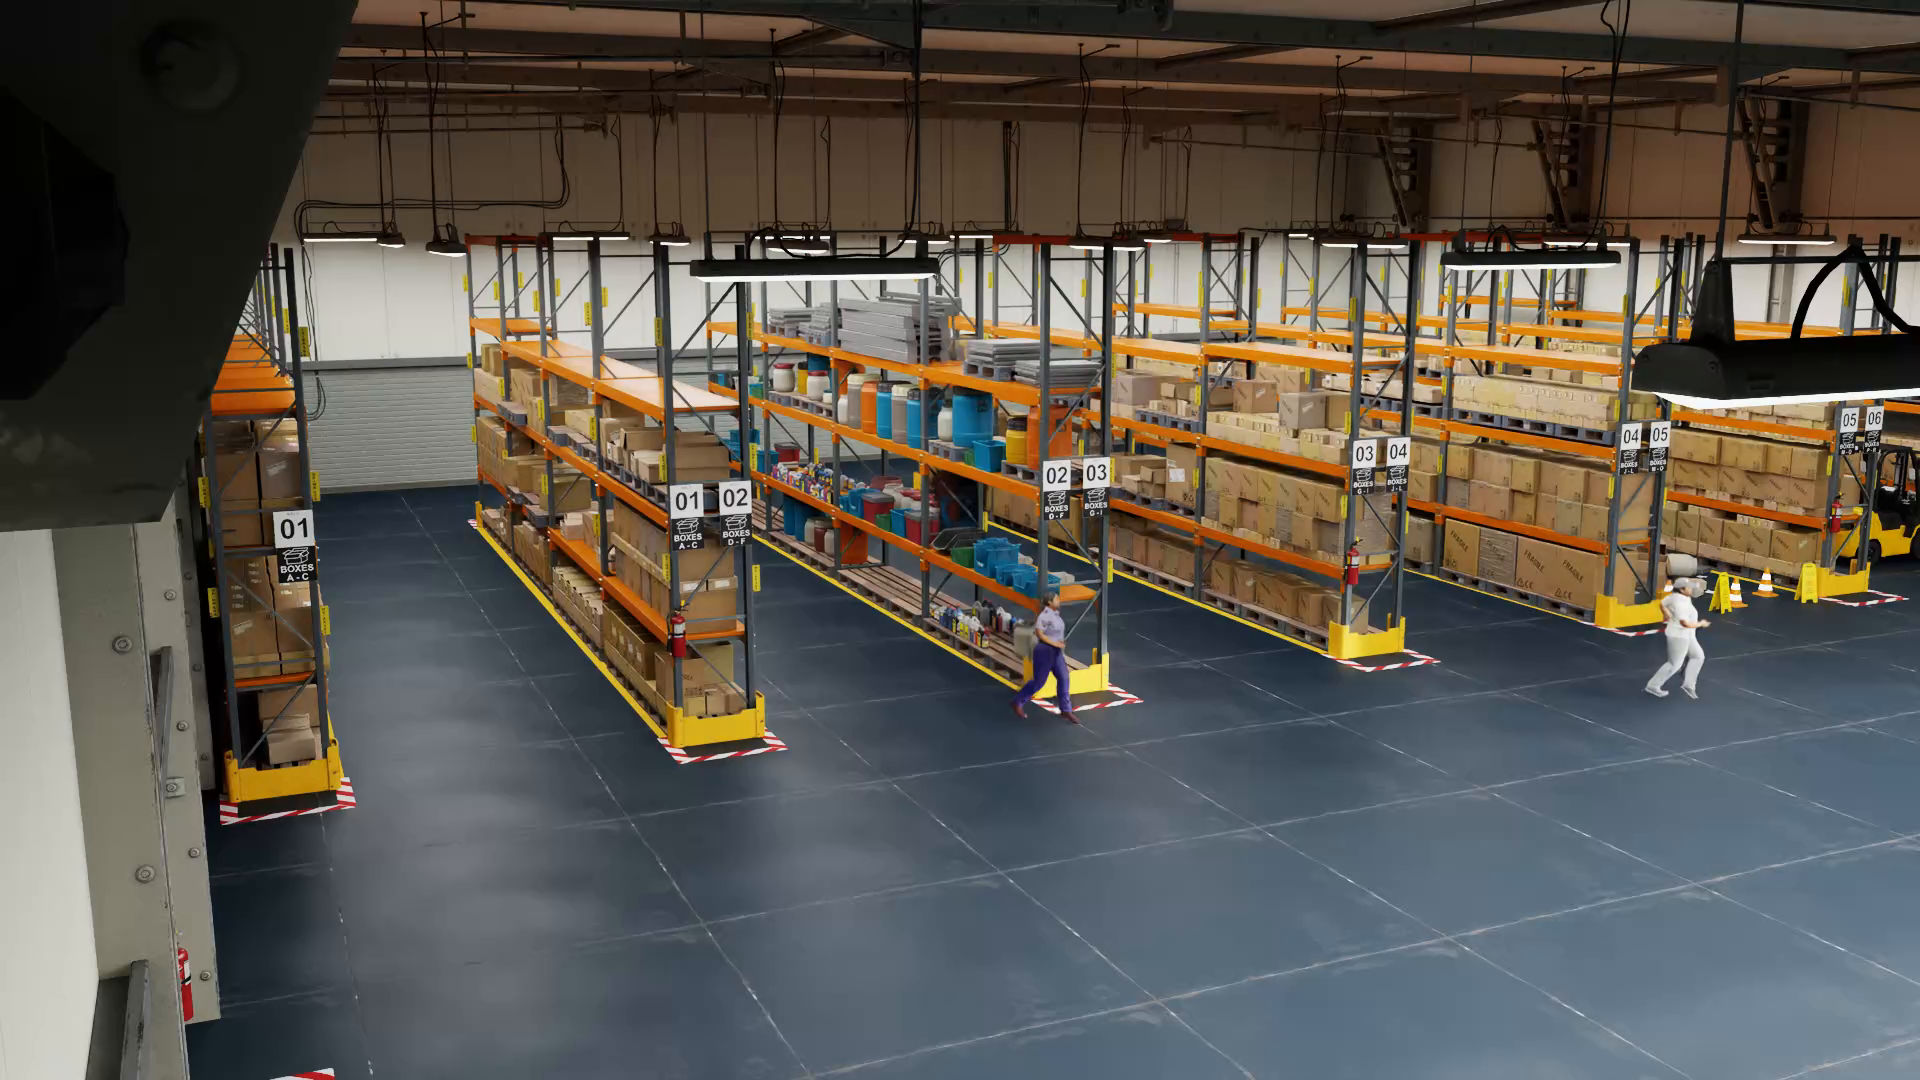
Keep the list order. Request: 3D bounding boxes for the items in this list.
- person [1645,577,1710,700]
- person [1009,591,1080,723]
[{"bbox_3d":[9.549,1.321,22.101,0.733,1.703,0.608,4,12,20],"label":"person"},{"bbox_3d":[1.151,1.483,21.239,0.911,1.627,0.692,5,12,24],"label":"person"}]
